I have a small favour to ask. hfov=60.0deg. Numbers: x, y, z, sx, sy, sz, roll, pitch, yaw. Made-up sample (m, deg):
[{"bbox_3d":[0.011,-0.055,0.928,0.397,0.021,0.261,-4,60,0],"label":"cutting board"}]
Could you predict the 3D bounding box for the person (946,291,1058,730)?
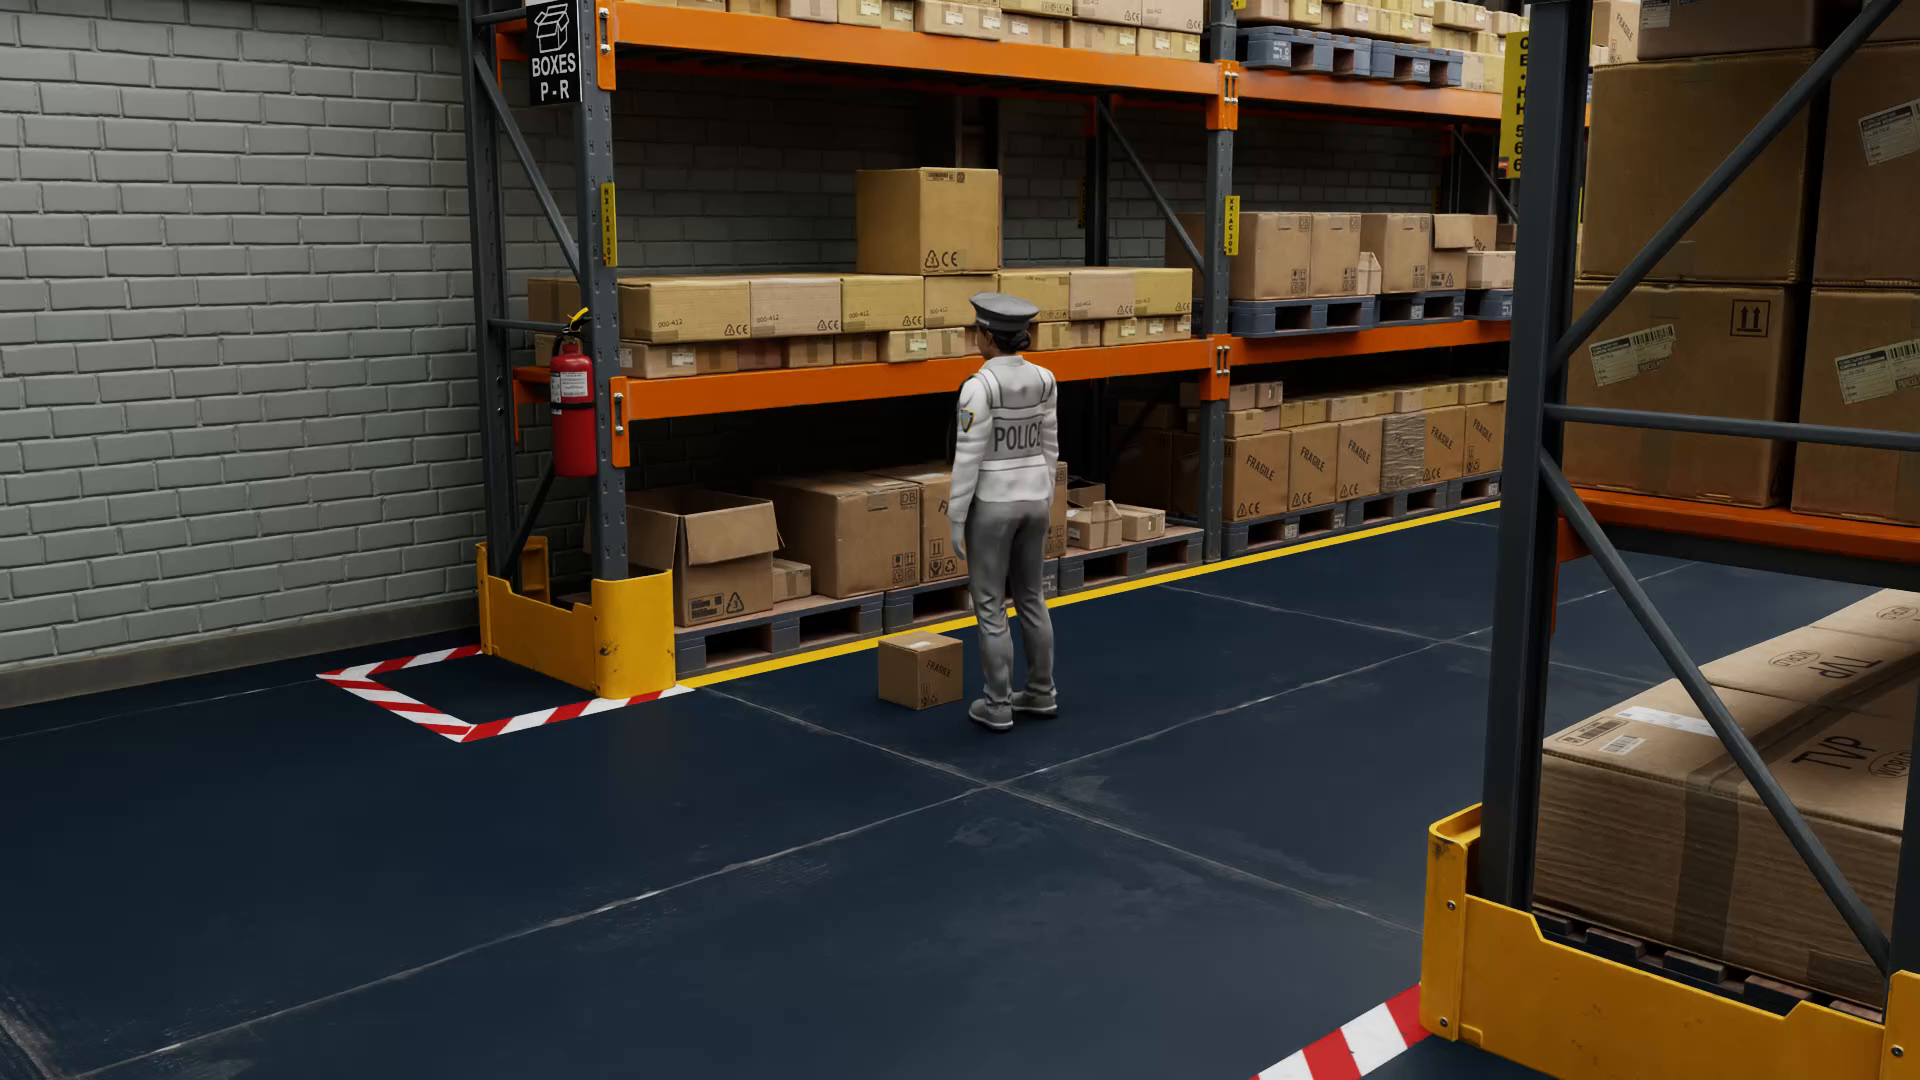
[{"bbox_3d":[0.151,-0.108,6.410,0.528,1.688,0.363,-8,14,-38],"label":"person"}]
